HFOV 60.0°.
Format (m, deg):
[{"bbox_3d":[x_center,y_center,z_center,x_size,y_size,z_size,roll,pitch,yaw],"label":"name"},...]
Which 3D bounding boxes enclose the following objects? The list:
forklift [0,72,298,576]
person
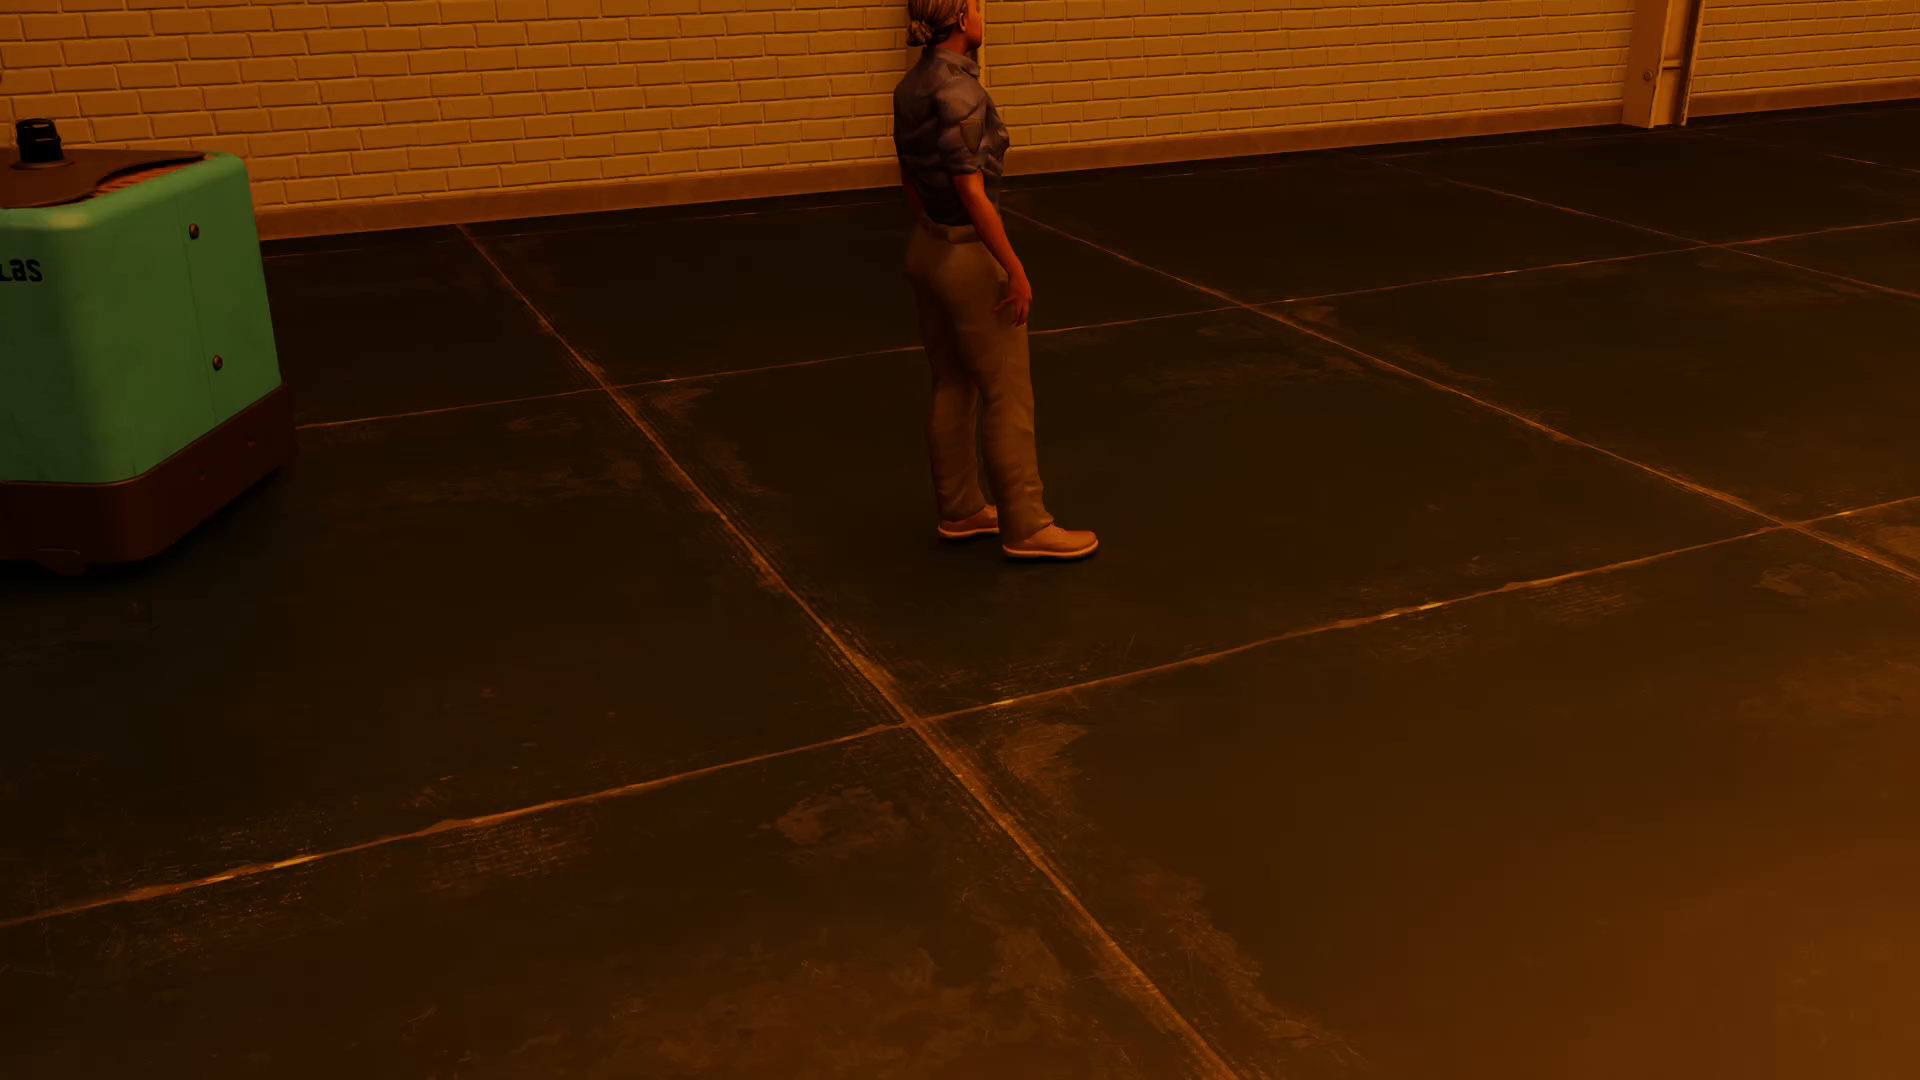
[{"bbox_3d":[-3.792,-1.467,4.816,3.031,2.935,1.130,2,23,5],"label":"forklift"},{"bbox_3d":[0.088,-0.778,4.804,0.504,1.654,0.569,-10,25,-23],"label":"person"}]
